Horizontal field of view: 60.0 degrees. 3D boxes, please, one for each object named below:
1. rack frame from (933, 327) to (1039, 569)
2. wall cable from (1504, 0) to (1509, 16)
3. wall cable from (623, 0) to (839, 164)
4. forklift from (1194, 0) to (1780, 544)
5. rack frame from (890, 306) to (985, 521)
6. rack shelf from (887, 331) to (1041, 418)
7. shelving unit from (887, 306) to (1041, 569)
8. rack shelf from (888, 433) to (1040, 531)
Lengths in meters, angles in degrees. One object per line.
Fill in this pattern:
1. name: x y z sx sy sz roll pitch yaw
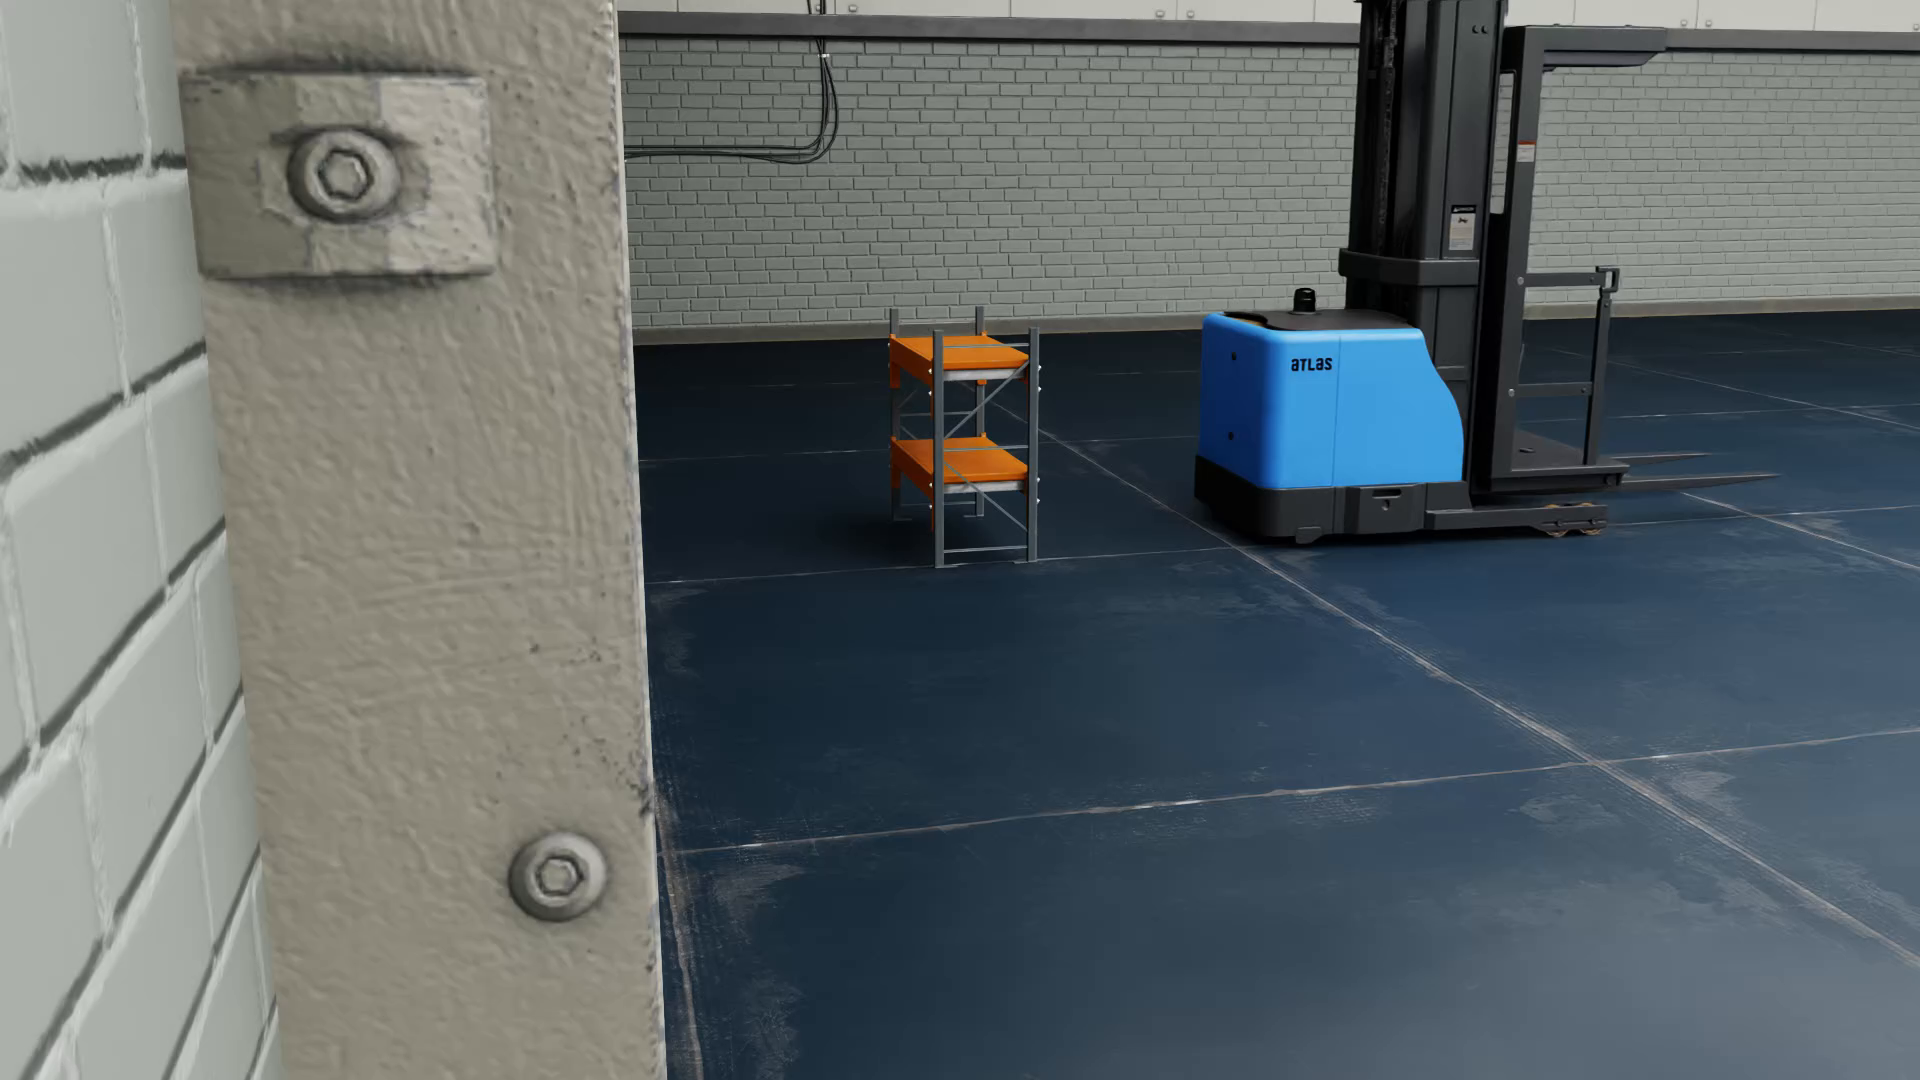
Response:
1. rack frame: 0.121 -0.428 7.807 0.500 1.125 0.032 -3 14 -13
2. wall cable: 6.562 -8.464 16.944 2.305 6.003 0.169 -3 14 -13
3. wall cable: -2.670 -4.778 15.565 3.097 2.526 0.112 -3 14 -13
4. forklift: 2.849 -1.559 8.632 3.031 2.935 1.130 -3 14 -12
5. rack frame: -0.118 -0.662 8.767 0.500 1.125 0.032 -3 14 -13
6. rack shelf: 0.002 -0.829 8.218 0.538 0.278 1.000 -3 14 -13
7. shelving unit: 0.002 -0.545 8.287 0.538 1.125 1.048 -3 14 -13
8. rack shelf: 0.002 -0.307 8.345 0.538 0.278 1.000 -3 14 -13
